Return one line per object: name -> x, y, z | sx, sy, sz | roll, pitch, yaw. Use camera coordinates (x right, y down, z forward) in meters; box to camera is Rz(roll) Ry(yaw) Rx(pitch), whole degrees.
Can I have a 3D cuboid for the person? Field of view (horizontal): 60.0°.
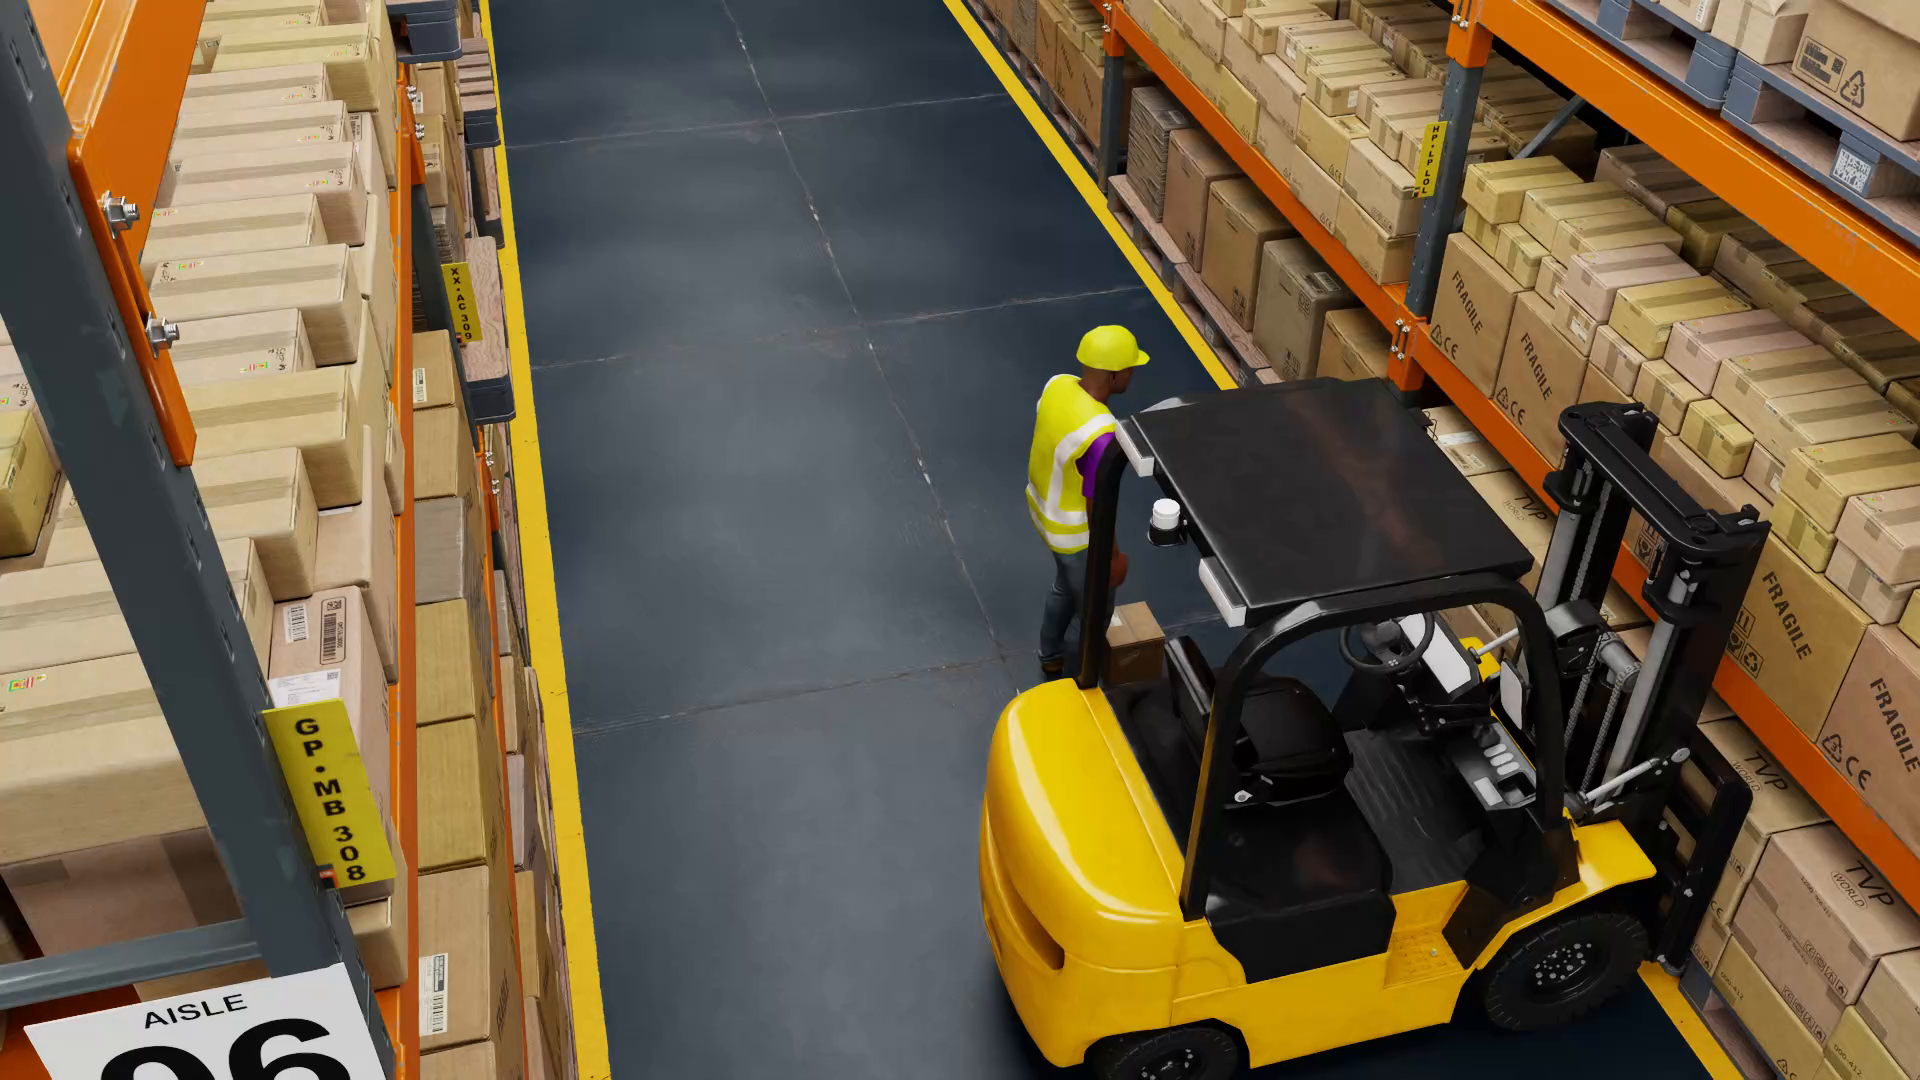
person -> 0.515, -0.084, 6.807 | 0.457, 1.761, 0.629 | -11, 39, -14
